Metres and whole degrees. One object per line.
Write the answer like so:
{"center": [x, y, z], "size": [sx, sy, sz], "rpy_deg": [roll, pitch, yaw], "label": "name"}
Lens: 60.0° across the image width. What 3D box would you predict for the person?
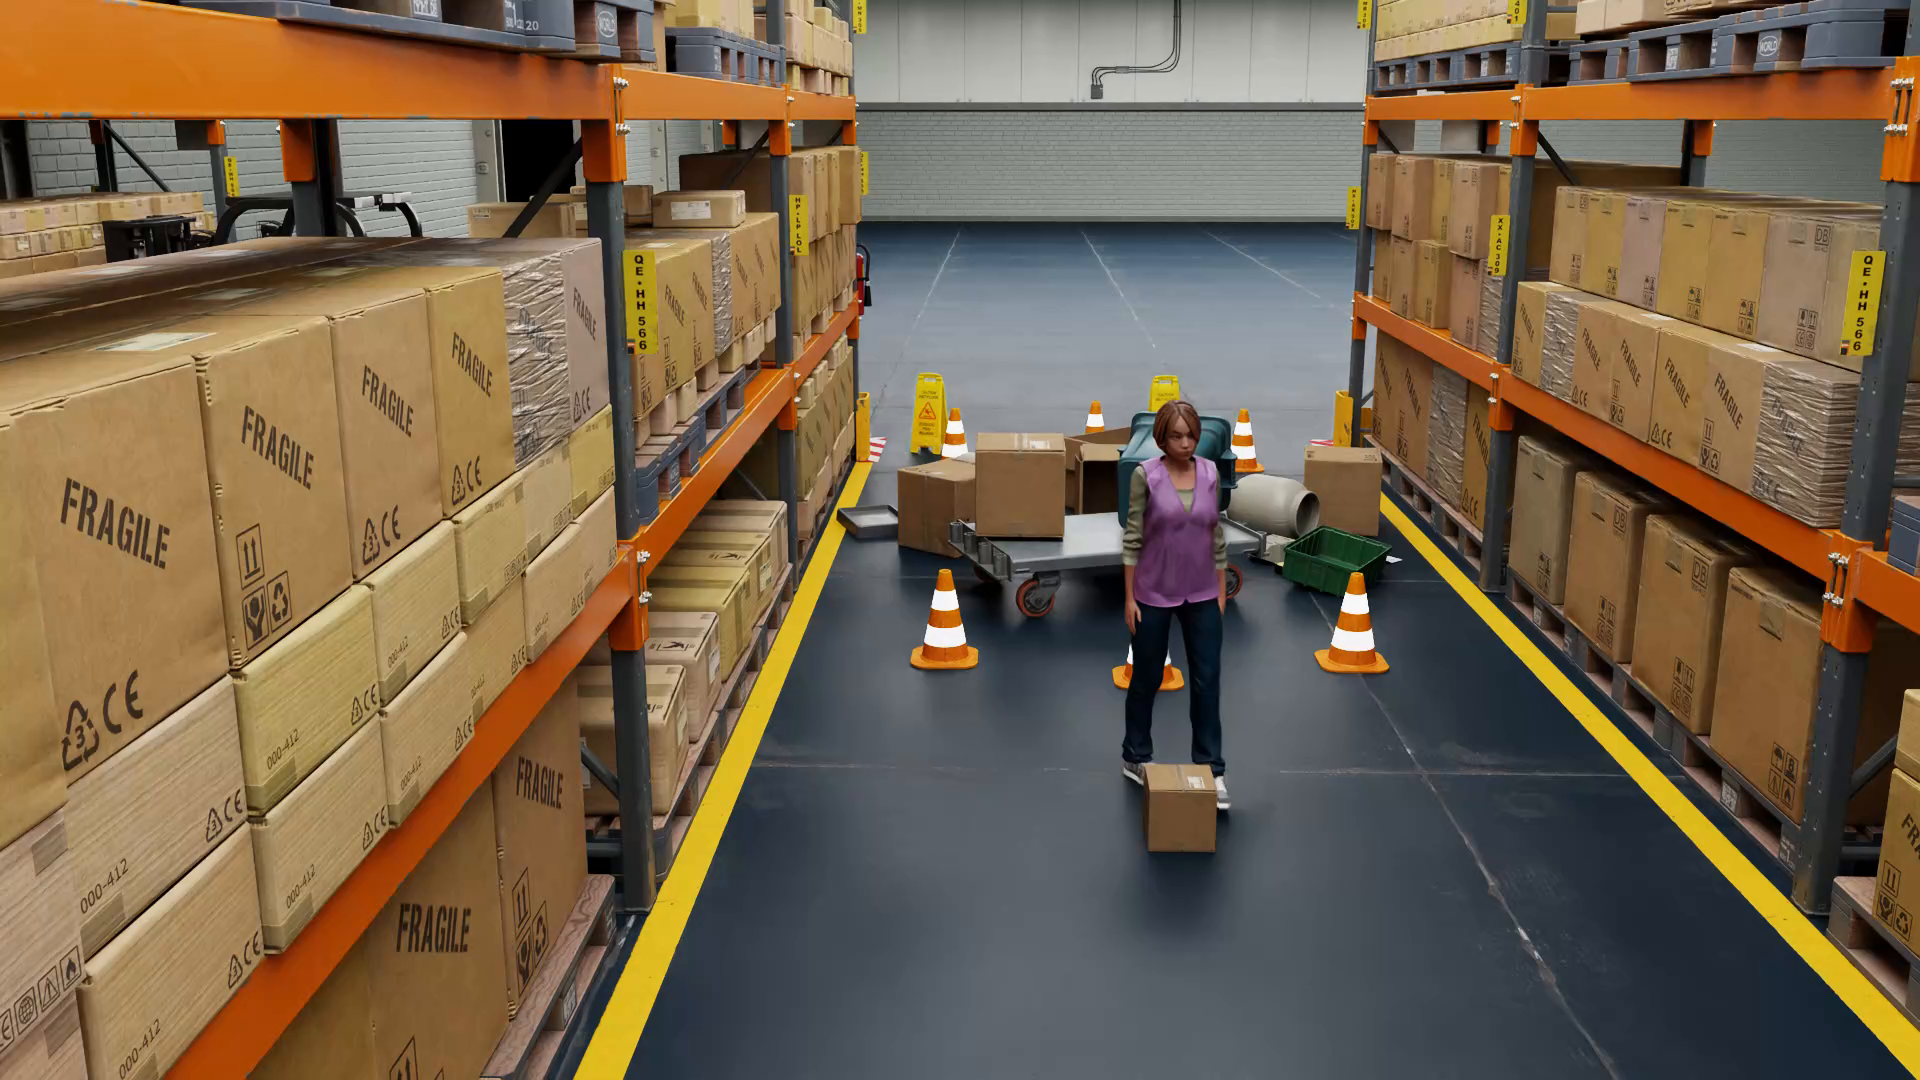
{"center": [0.868, 0.254, 6.500], "size": [0.430, 1.598, 0.539], "rpy_deg": [-3, 14, -10], "label": "person"}
